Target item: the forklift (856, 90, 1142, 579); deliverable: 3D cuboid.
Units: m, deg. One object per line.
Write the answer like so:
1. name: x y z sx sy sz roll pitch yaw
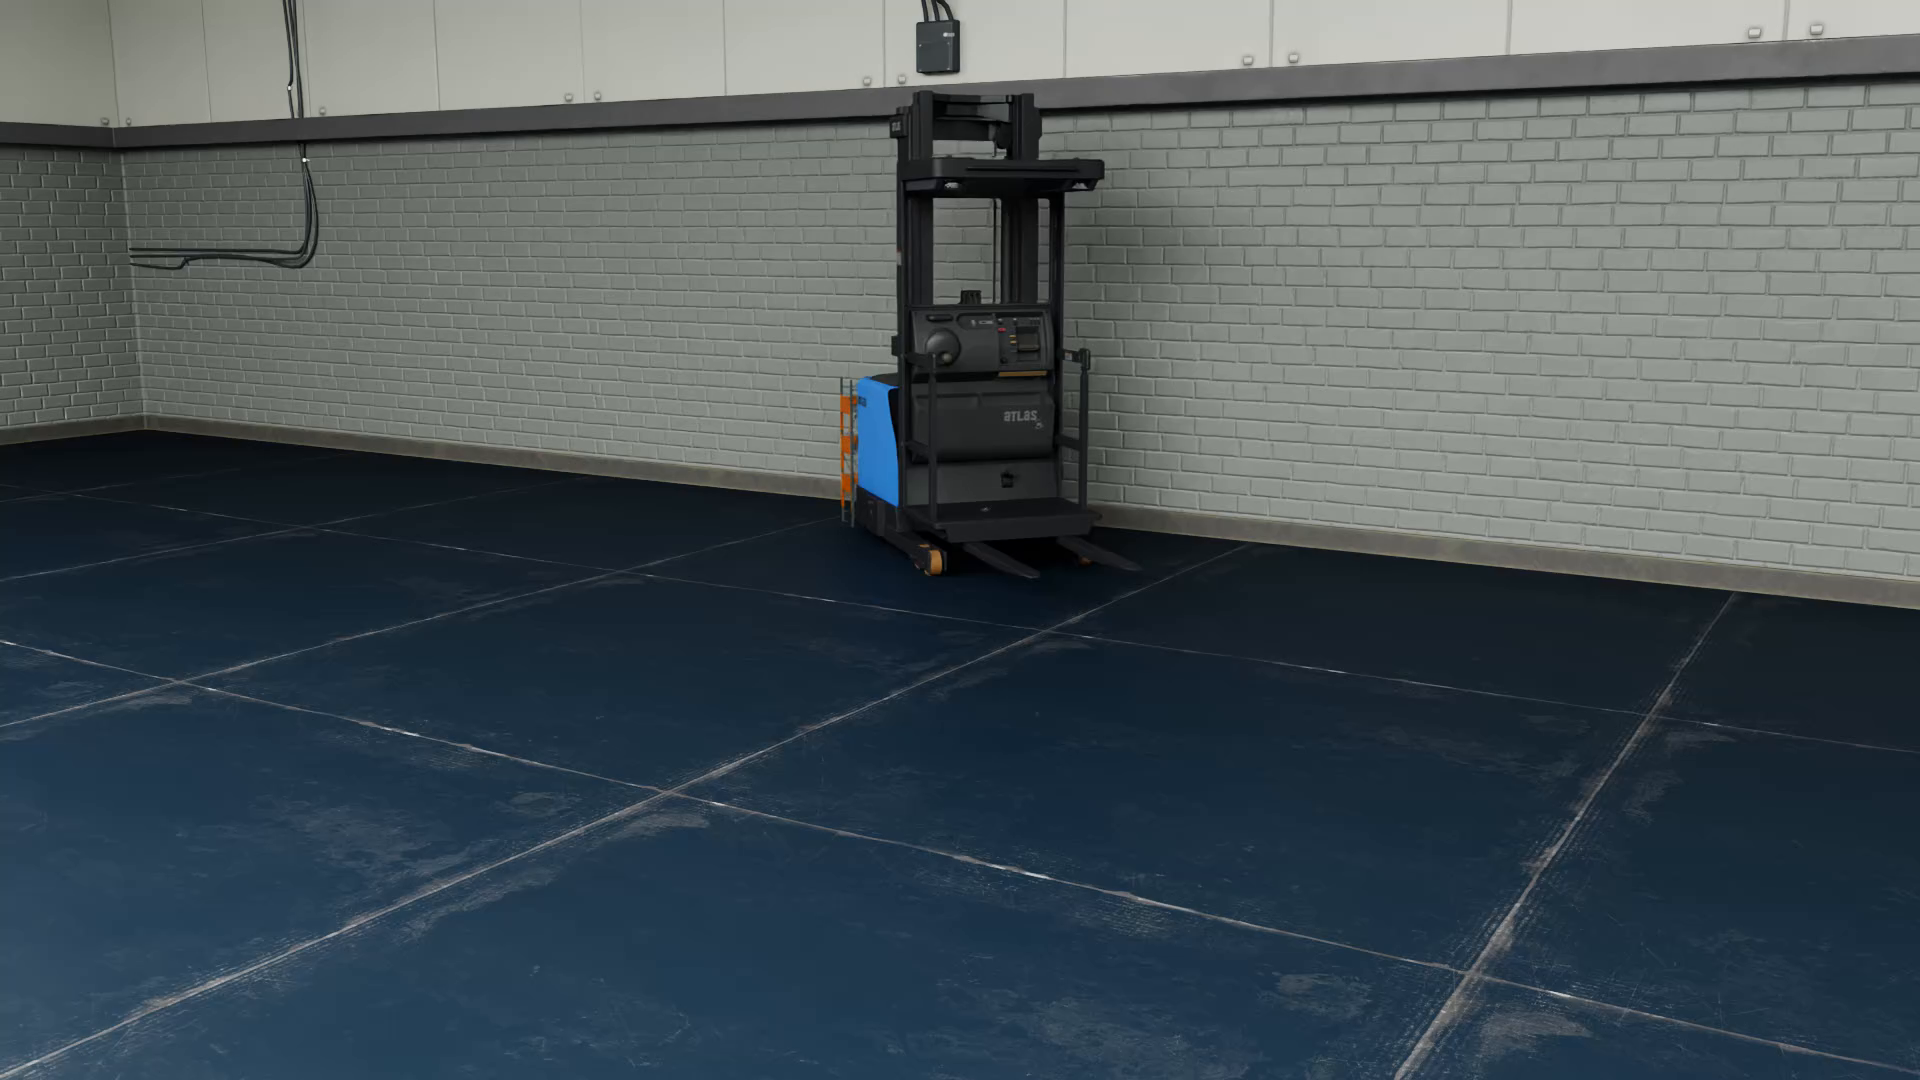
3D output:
1. forklift: 0.218 -1.301 10.354 1.130 2.935 3.031 -4 11 -18

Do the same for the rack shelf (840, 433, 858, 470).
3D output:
1. rack shelf: -0.722 -0.628 11.927 0.215 0.259 0.240 -4 11 -20

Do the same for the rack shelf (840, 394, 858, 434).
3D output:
1. rack shelf: -0.721 -0.907 11.874 0.215 0.259 0.240 -4 11 -20

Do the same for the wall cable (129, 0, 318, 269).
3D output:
1. wall cable: -7.417 -3.930 16.343 3.097 2.526 0.112 6 12 31

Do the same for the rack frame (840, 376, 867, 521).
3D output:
1. rack frame: -0.764 -0.660 12.037 0.200 1.050 0.008 -4 11 -20

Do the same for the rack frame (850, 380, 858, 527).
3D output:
1. rack frame: -0.679 -0.617 11.813 0.200 1.050 0.008 -4 11 -20

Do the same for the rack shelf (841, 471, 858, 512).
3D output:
1. rack shelf: -0.722 -0.355 11.978 0.215 0.259 0.240 -4 11 -20

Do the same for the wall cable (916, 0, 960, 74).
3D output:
1. wall cable: 0.688 -6.218 10.886 2.305 6.003 0.169 6 12 31

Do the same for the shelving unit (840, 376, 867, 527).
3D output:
1. shelving unit: -0.722 -0.638 11.925 0.215 1.050 0.252 -4 11 -20
